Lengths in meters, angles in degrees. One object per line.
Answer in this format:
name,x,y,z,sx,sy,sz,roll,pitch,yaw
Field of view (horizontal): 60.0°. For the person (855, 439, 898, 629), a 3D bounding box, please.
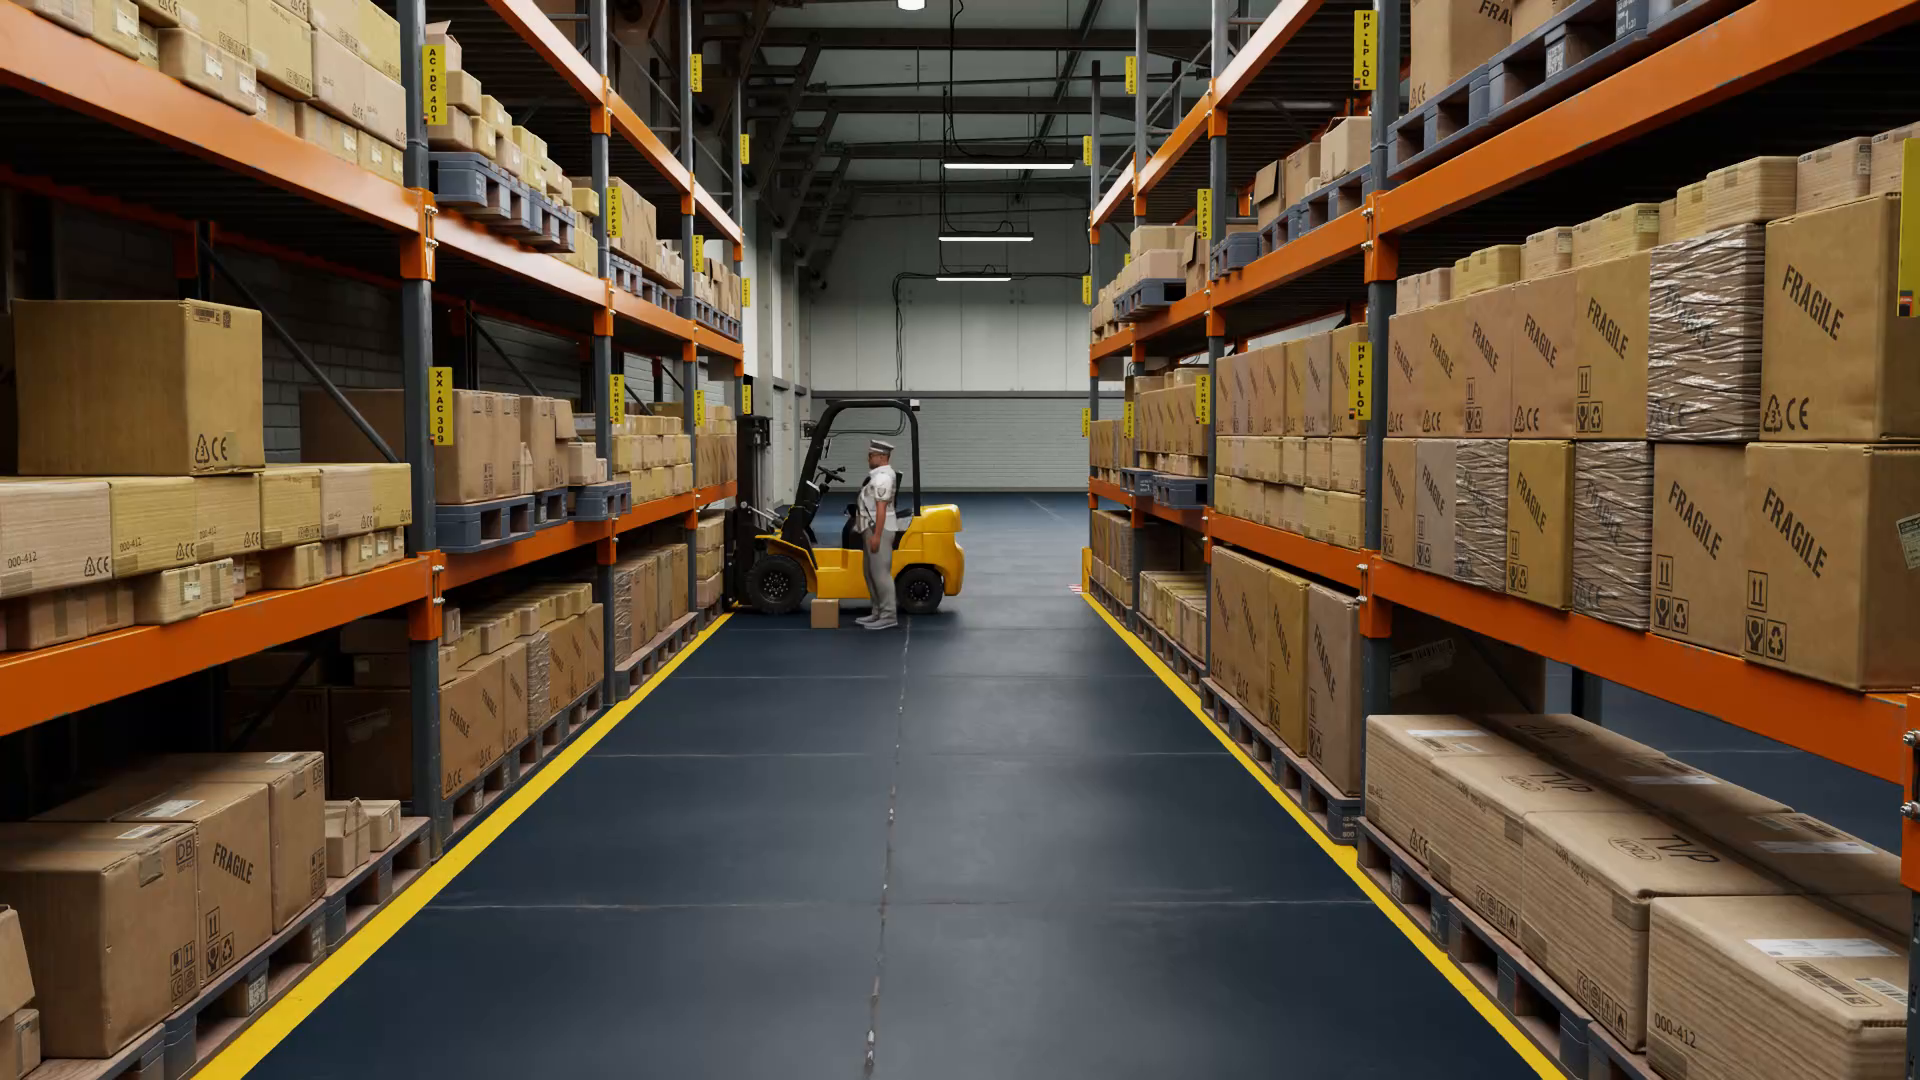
person,-0.786,-0.055,15.567,0.420,1.777,0.526,0,4,0
